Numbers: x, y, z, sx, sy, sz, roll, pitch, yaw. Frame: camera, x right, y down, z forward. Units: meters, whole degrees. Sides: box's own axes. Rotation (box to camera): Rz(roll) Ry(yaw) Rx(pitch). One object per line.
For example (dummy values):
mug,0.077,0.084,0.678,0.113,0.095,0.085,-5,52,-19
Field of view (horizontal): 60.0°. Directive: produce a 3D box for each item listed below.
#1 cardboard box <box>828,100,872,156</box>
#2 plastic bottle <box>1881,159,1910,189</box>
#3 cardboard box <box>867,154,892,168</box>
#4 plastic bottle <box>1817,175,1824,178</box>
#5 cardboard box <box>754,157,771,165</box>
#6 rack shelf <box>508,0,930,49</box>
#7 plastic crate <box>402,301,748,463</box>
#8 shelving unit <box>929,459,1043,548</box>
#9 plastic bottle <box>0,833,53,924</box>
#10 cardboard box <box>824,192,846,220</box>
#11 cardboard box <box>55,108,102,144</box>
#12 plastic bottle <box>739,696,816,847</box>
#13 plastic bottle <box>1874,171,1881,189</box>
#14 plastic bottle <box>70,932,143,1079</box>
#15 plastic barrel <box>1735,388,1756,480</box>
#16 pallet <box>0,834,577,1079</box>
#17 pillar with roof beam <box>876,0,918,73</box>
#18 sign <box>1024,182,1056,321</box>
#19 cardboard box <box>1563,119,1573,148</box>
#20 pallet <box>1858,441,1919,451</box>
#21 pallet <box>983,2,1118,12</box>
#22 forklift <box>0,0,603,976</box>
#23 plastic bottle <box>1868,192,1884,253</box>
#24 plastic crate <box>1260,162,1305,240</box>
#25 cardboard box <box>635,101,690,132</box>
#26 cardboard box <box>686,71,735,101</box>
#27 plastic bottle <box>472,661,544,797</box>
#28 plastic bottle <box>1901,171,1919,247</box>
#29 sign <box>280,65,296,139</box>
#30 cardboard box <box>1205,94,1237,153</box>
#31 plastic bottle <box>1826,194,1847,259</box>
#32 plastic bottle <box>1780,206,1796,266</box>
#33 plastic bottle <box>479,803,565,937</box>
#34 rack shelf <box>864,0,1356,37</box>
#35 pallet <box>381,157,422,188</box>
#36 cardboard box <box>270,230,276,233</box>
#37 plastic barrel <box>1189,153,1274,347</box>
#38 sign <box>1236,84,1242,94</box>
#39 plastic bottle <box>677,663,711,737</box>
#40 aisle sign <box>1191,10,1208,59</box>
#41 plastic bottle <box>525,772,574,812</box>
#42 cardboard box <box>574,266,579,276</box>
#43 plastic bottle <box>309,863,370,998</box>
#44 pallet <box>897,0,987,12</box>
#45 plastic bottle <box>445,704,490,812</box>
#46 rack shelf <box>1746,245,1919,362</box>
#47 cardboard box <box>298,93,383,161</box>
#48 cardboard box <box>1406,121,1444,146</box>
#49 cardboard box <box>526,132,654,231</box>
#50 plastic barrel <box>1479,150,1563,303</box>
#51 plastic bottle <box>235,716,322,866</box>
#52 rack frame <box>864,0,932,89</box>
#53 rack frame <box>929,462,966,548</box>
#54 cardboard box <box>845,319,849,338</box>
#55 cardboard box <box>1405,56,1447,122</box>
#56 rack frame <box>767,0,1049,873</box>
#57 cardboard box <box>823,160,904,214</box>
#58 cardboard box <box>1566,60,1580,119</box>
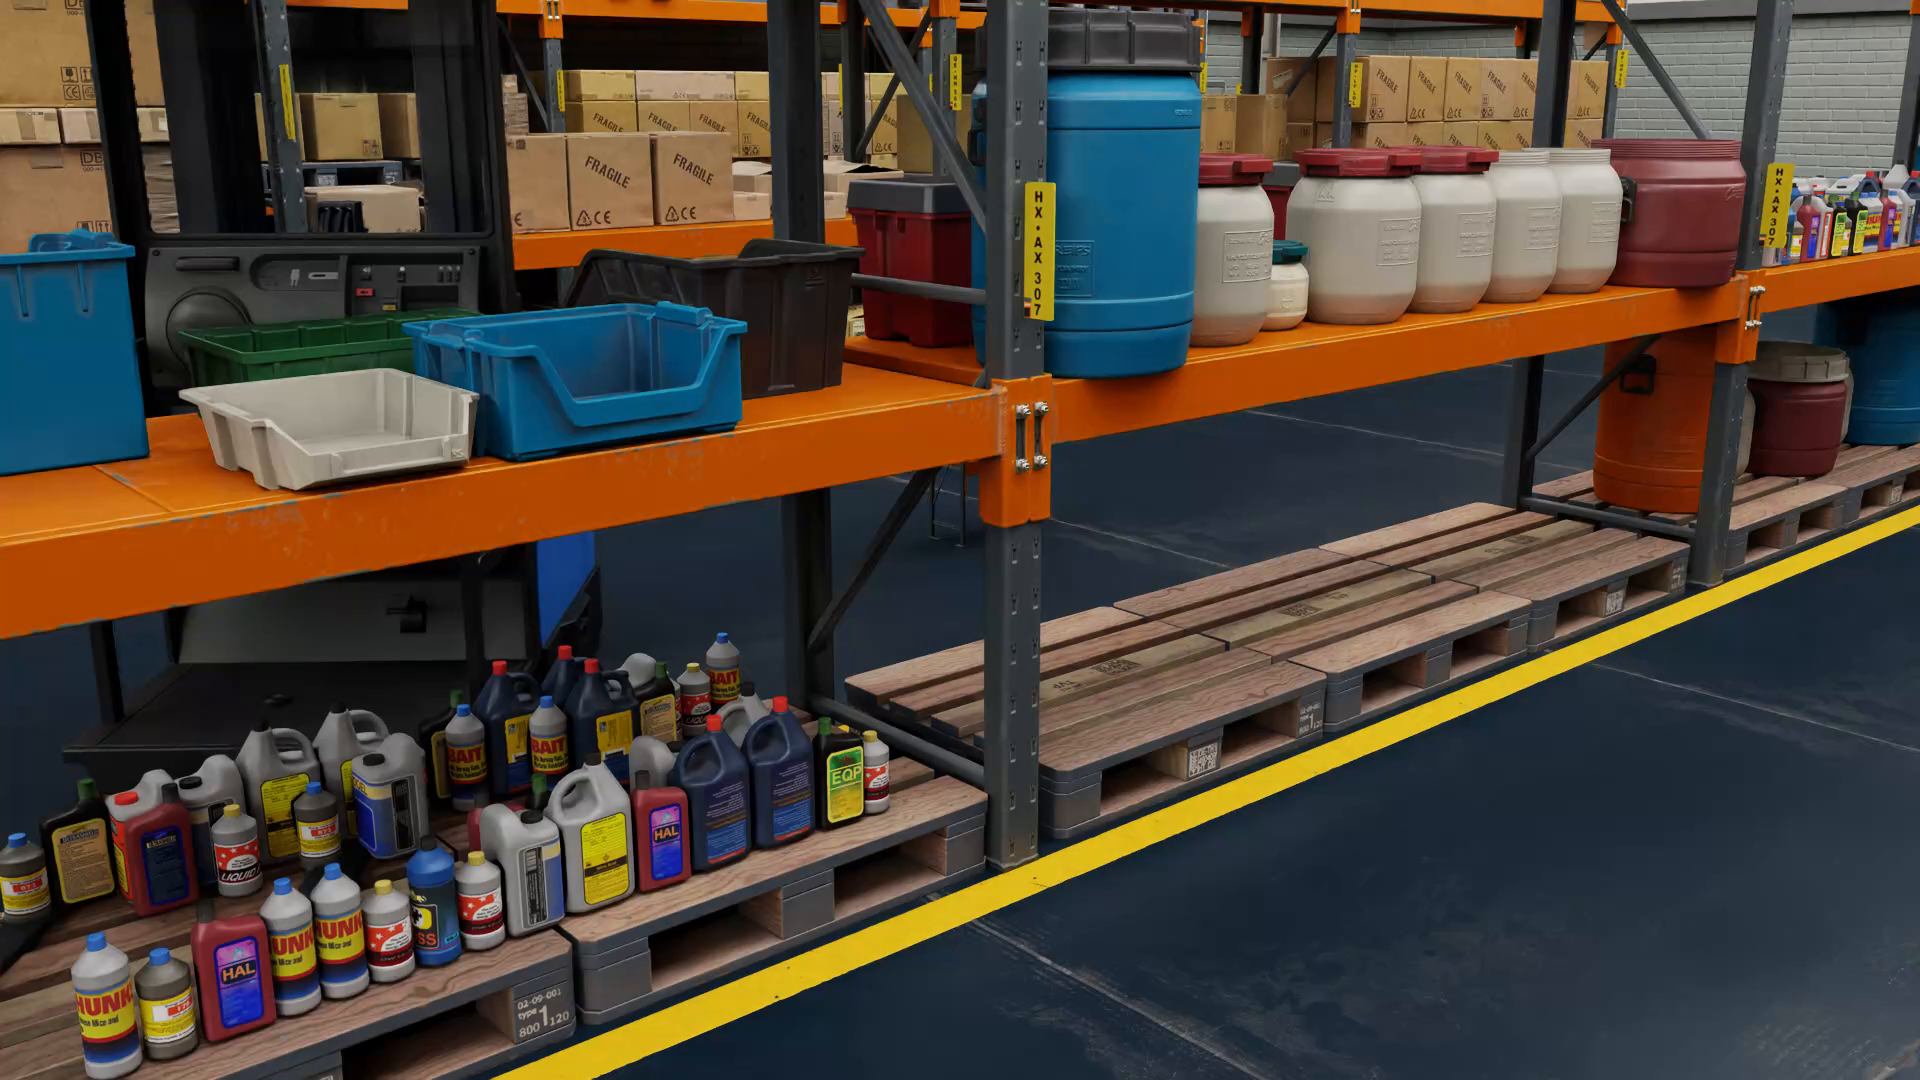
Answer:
cardboard box,-1.191,-3.940,15.877,0.500,0.500,0.500,-12,19,-39
plastic bottle,5.365,-1.998,9.511,0.185,0.351,0.144,-13,19,-39
cardboard box,-0.874,-3.682,16.170,0.250,0.149,0.380,-12,19,-38
plastic bottle,4.647,-1.839,9.048,0.133,0.283,0.061,-13,19,-39
cardboard box,-1.894,-3.480,15.413,0.250,0.149,0.380,-12,19,-38
rack shelf,-2.139,-4.716,15.176,4.000,0.370,1.077,-13,19,-39
plastic crate,-0.818,-0.357,3.563,0.616,0.251,0.499,-13,19,-39
shelving unit,0.125,-0.608,7.700,0.503,1.200,0.258,-13,19,-39
plastic bottle,-2.082,0.751,3.696,0.097,0.201,0.097,0,15,0
cardboard box,-0.890,-1.985,9.854,0.250,0.149,0.380,-13,19,-39
cardboard box,-3.859,-1.822,7.308,0.250,0.149,0.380,-13,20,-41
plastic bottle,-0.458,0.563,4.111,0.185,0.351,0.144,-13,20,-41
plastic bottle,5.216,-1.967,9.526,0.133,0.283,0.061,-13,19,-39
plastic bottle,-1.607,0.867,3.125,0.097,0.271,0.097,0,15,0
plastic barrel,3.581,-0.547,7.994,0.421,0.512,0.421,0,15,0
pallet,-1.616,0.991,3.631,1.213,0.211,1.003,-13,19,-39
pillar with roof beam,2.156,-6.301,13.901,0.400,9.000,9.100,-13,19,-39
sign,0.191,-0.694,4.000,0.005,0.325,0.100,-13,19,-39
cardboard box,5.094,-3.498,14.840,0.500,0.500,0.500,-12,19,-39
pallet,5.264,-0.555,9.419,1.213,0.211,1.003,-13,19,-39
pallet,0.914,-5.702,17.643,1.213,0.211,1.003,-13,19,-39
forklift,-1.818,-0.651,4.508,1.130,2.935,3.031,-1,15,-2
plastic bottle,4.197,-1.466,7.676,0.097,0.271,0.097,0,15,0
plastic crate,1.436,-1.164,6.171,0.583,0.464,0.402,-13,19,-39
cardboard box,-2.712,-3.597,14.594,0.500,0.500,0.500,-12,19,-38
cardboard box,-2.356,-4.043,14.812,0.500,0.250,0.500,-12,19,-39
plastic bottle,-1.185,0.486,4.400,0.185,0.351,0.144,-14,20,-42
plastic bottle,4.564,-1.595,8.004,0.185,0.351,0.144,-13,19,-39
sign,-3.045,-1.983,7.531,0.005,0.325,0.100,-13,19,-39
cardboard box,1.643,-3.075,12.443,0.500,0.500,0.700,-9,17,-31
plastic bottle,3.875,-1.393,7.380,0.133,0.283,0.061,-13,19,-39
plastic bottle,3.500,-1.310,7.090,0.097,0.271,0.097,0,15,0
plastic bottle,-0.972,0.713,3.694,0.135,0.276,0.152,-12,19,-38
rack shelf,1.116,-3.753,11.568,4.000,0.370,1.077,-13,19,-39
pallet,-4.115,-3.042,13.697,1.003,0.211,1.213,-13,19,-39
cardboard box,-5.401,-2.257,12.927,0.500,0.250,0.500,-13,20,-41
plastic barrel,0.704,-0.855,4.873,0.433,0.535,0.433,0,15,0
sign,2.263,-3.512,13.409,0.005,0.325,0.100,-13,19,-39
plastic bottle,-0.766,0.456,4.801,0.097,0.201,0.097,0,15,0
aisle sign,2.639,-5.841,18.767,0.004,0.787,0.394,-13,19,-39
plastic bottle,-0.933,0.667,3.851,0.133,0.283,0.061,-13,19,-39
cardboard box,-3.007,-2.539,14.795,0.750,0.750,0.750,-13,20,-40
plastic bottle,-1.273,0.792,3.406,0.097,0.271,0.097,0,15,0
pallet,-0.006,-5.496,16.874,1.213,0.211,1.003,-13,19,-39
plastic bottle,-1.272,0.556,4.290,0.097,0.271,0.097,0,15,0
rack shelf,4.365,-1.338,8.342,4.000,0.370,1.077,-13,19,-39
cardboard box,-4.921,-3.240,13.020,0.500,0.500,0.700,-13,19,-39
cardboard box,3.572,-3.159,13.569,0.500,0.500,0.500,-12,19,-38
cardboard box,-2.045,-1.984,9.171,0.500,0.500,0.500,-13,19,-39
plastic barrel,1.902,-1.114,5.891,0.421,0.512,0.421,0,15,0
plastic bottle,-1.646,0.589,4.012,0.185,0.351,0.144,-12,19,-37
rack frame,-0.630,-3.953,16.738,0.127,3.000,1.000,-13,19,-39
rack frame,-0.059,-0.566,7.545,0.015,1.200,0.240,-13,19,-39
cardboard box,-1.014,-1.232,9.976,0.500,0.311,0.500,-13,20,-40
cardboard box,3.554,-3.634,13.410,0.500,0.500,0.500,-13,20,-41
rack frame,-0.162,-0.670,4.444,0.127,3.000,1.000,-13,19,-39
cardboard box,-0.696,-2.216,10.406,0.500,0.311,0.500,-11,19,-36
cardboard box,5.106,-3.984,14.721,0.500,0.500,0.500,-12,19,-38
